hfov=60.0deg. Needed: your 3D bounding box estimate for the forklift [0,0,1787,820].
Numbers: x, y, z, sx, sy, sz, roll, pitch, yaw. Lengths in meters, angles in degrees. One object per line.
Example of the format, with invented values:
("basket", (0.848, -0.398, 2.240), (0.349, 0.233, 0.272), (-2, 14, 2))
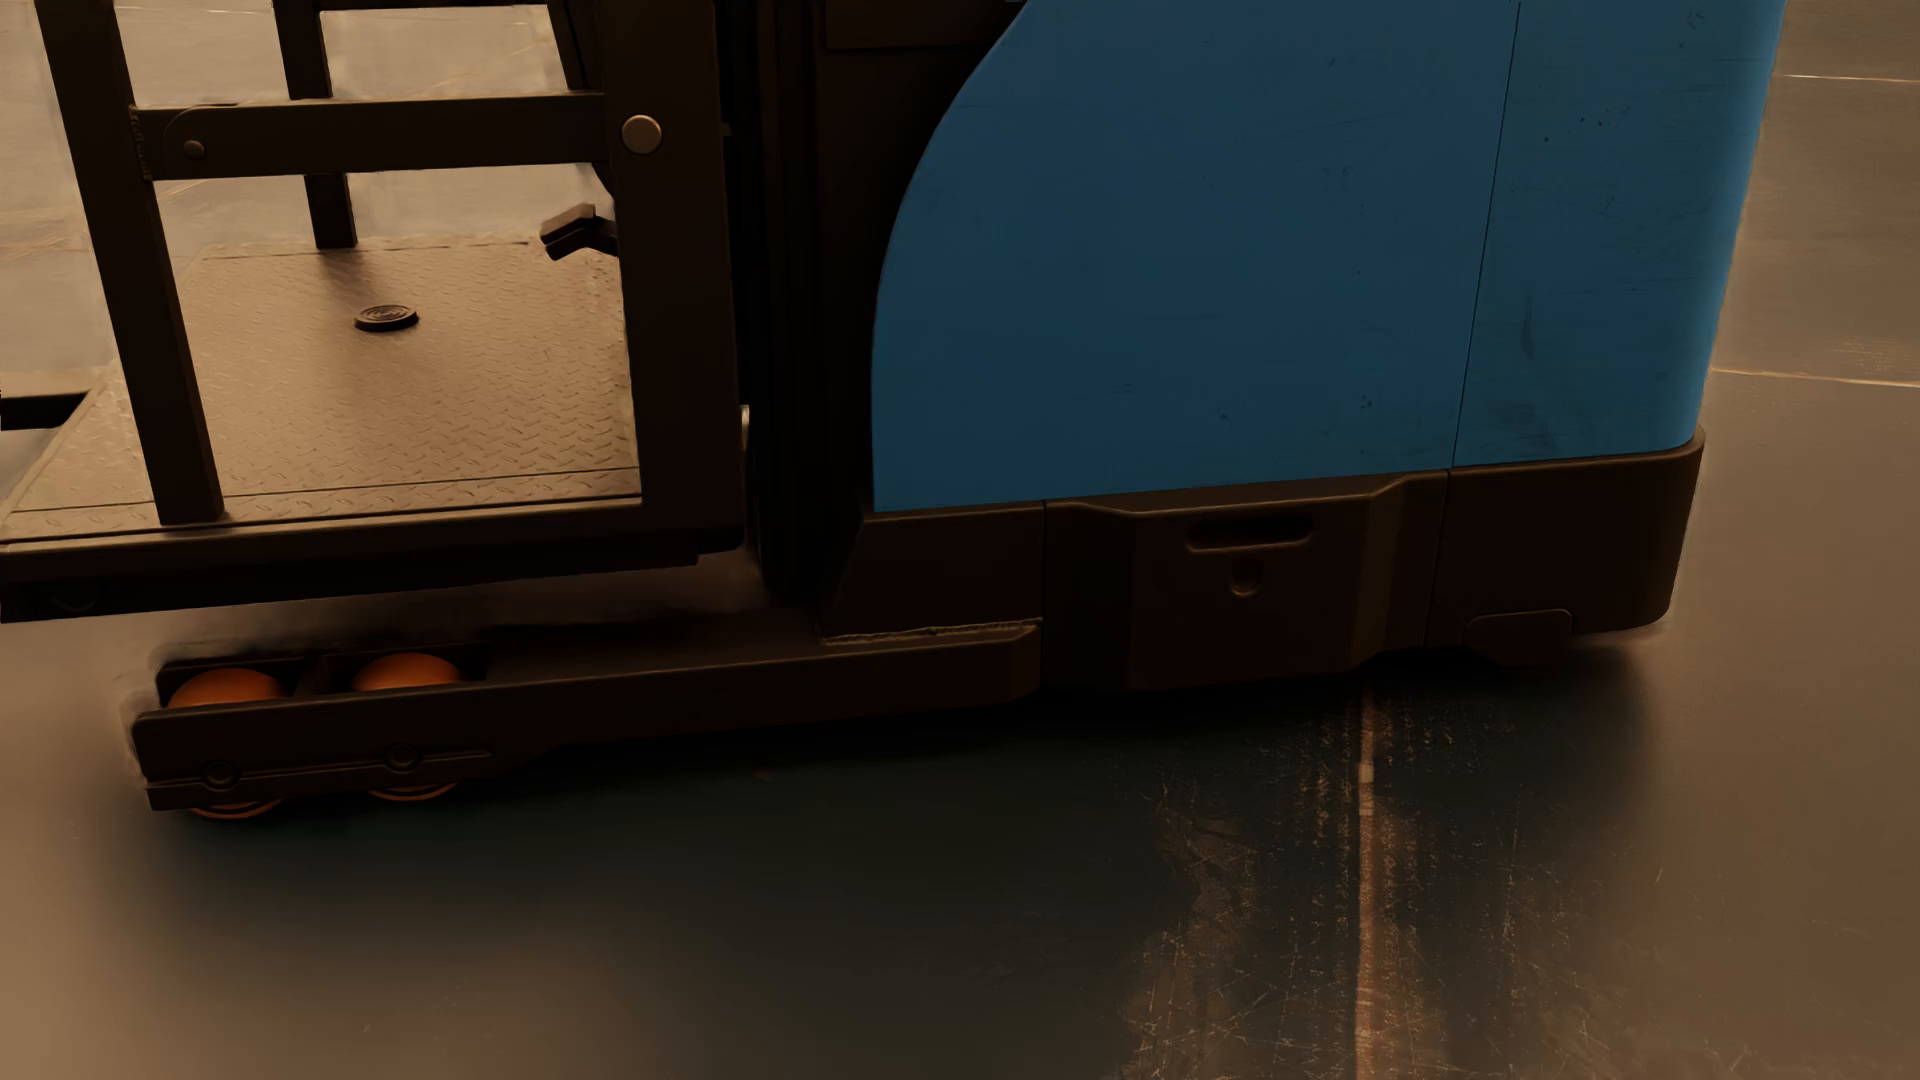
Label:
("forklift", (-0.632, -1.251, 1.726), (3.031, 2.935, 1.130), (-5, 27, -9))
